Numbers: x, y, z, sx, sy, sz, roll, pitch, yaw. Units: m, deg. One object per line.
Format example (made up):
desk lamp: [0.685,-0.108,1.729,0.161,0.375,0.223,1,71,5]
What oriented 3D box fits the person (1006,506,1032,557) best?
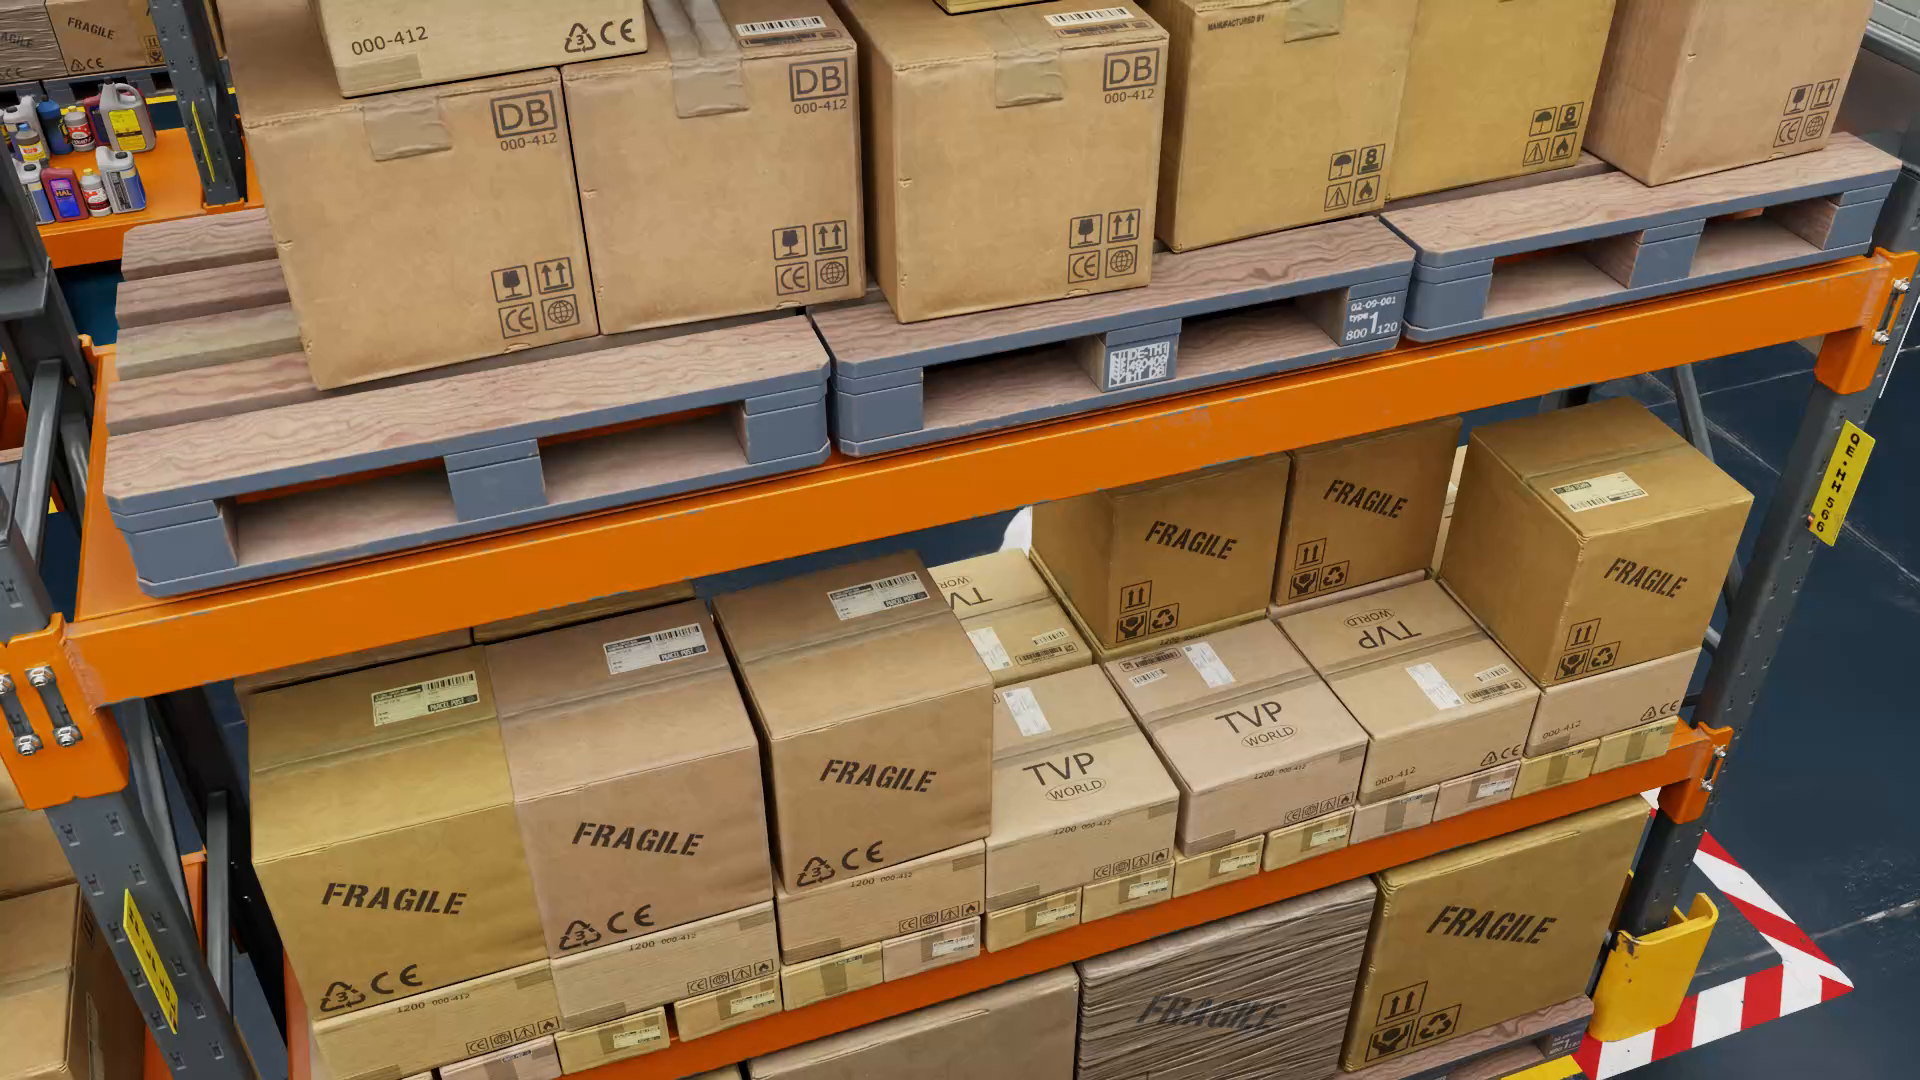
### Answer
person: [0.451,0.053,6.069,0.565,1.762,0.494,-12,39,-16]
